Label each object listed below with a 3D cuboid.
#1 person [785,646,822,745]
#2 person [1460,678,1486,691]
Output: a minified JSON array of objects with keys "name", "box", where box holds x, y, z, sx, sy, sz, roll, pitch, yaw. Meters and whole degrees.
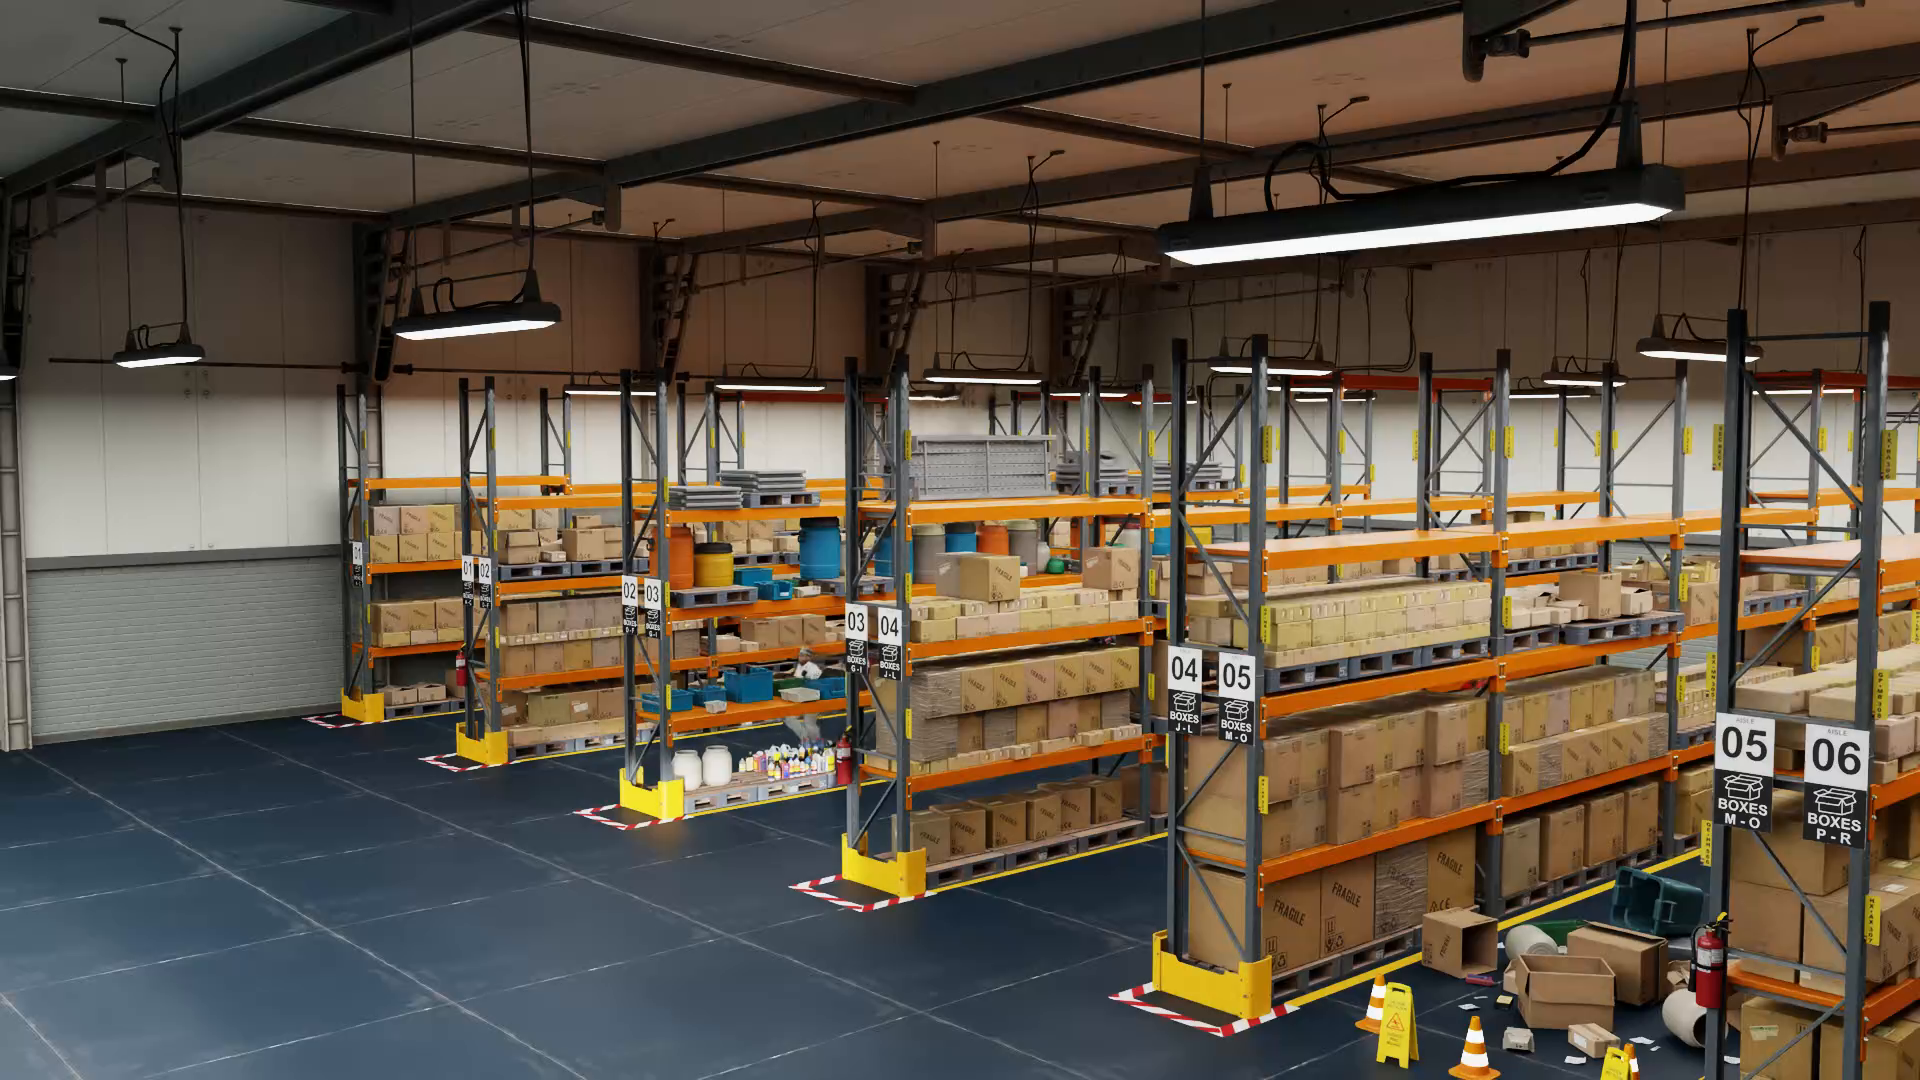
[{"name":"person","box":[-2.457,2.545,26.507,0.655,1.748,0.697,4,5,45]},{"name":"person","box":[7.604,2.719,24.419,0.967,1.722,0.686,-3,5,-38]}]
